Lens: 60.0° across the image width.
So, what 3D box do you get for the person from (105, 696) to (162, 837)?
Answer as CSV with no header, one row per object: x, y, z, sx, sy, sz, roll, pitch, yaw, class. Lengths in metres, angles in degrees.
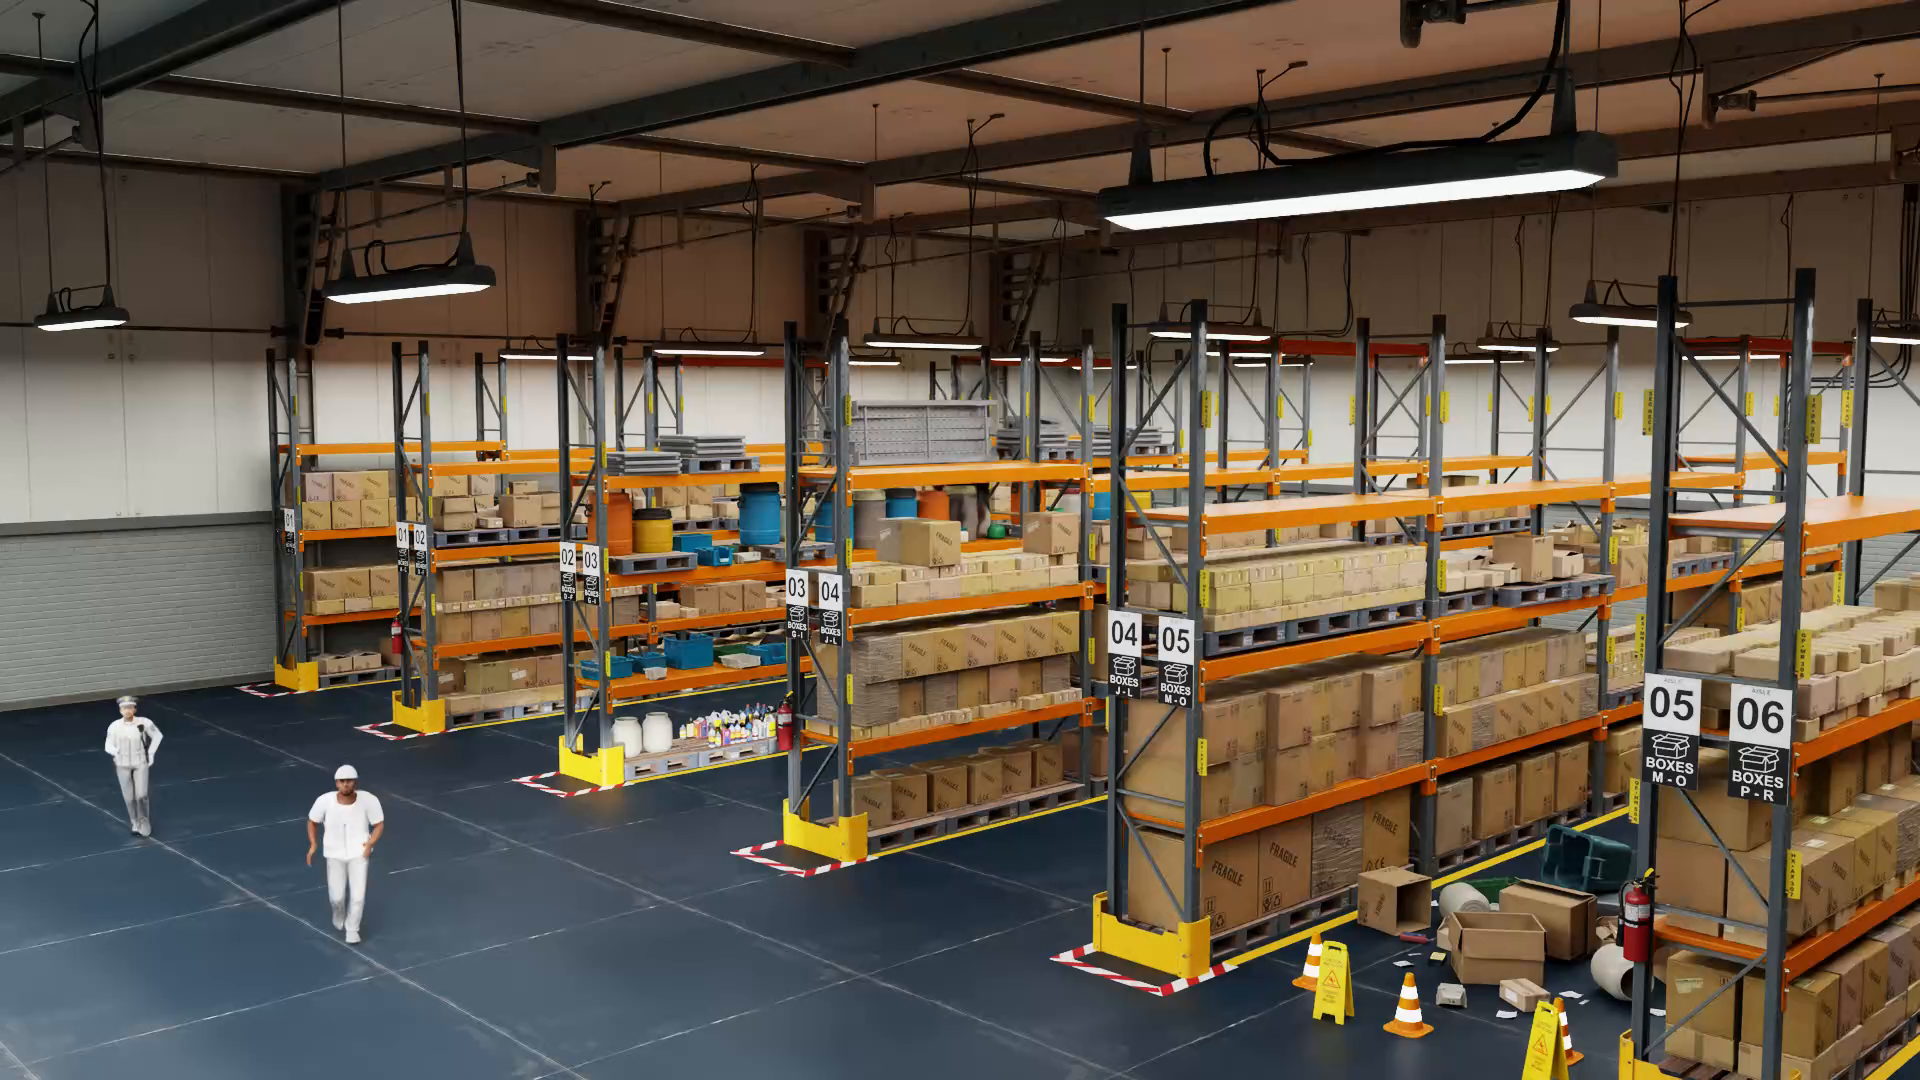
-9.663,2.648,19.436,0.588,1.686,0.653,-2,5,-19,person

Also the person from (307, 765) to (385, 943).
-5.769,2.957,15.639,0.694,1.711,0.620,-2,5,-18,person

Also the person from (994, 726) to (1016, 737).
0.635,2.010,24.029,0.503,1.661,0.666,3,6,28,person
